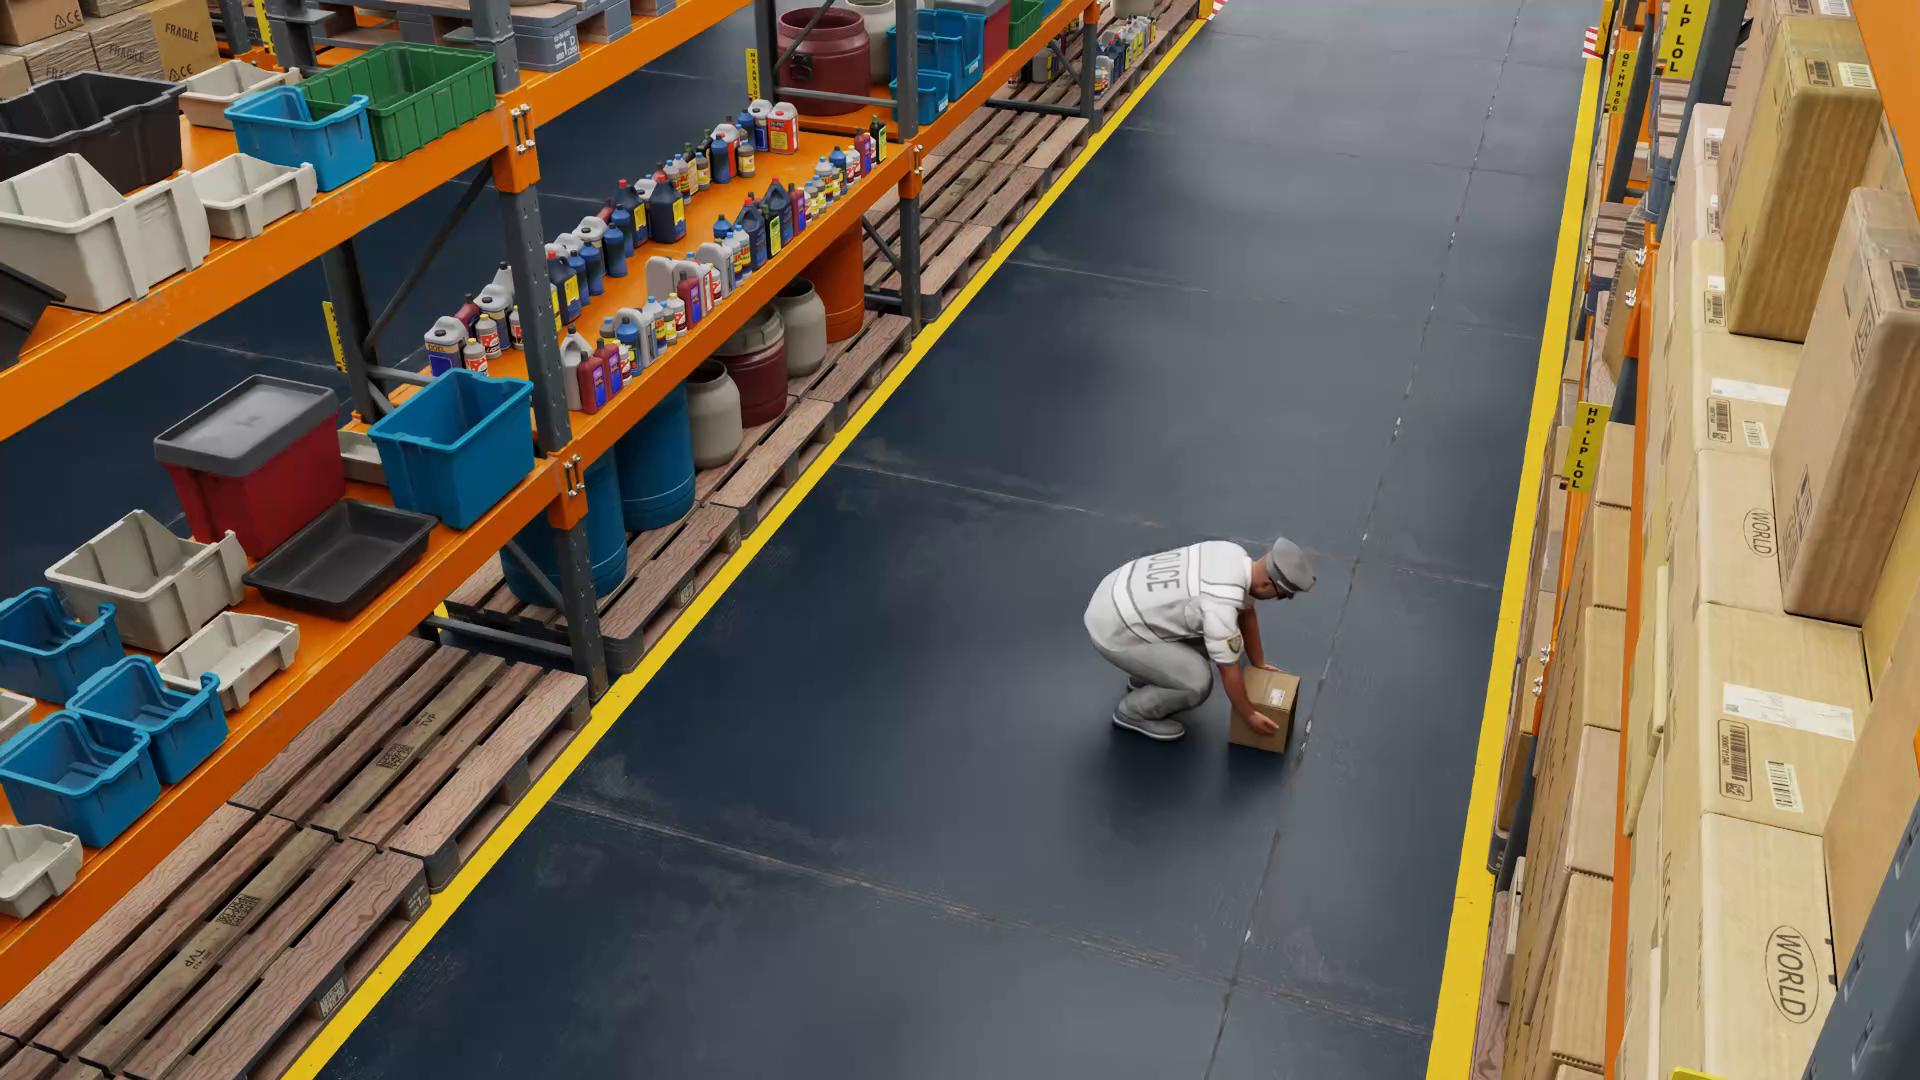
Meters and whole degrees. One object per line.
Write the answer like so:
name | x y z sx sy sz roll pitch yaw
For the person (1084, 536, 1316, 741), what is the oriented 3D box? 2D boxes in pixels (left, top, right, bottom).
person | 1.032 0.388 7.272 0.952 0.958 0.567 11 35 16
